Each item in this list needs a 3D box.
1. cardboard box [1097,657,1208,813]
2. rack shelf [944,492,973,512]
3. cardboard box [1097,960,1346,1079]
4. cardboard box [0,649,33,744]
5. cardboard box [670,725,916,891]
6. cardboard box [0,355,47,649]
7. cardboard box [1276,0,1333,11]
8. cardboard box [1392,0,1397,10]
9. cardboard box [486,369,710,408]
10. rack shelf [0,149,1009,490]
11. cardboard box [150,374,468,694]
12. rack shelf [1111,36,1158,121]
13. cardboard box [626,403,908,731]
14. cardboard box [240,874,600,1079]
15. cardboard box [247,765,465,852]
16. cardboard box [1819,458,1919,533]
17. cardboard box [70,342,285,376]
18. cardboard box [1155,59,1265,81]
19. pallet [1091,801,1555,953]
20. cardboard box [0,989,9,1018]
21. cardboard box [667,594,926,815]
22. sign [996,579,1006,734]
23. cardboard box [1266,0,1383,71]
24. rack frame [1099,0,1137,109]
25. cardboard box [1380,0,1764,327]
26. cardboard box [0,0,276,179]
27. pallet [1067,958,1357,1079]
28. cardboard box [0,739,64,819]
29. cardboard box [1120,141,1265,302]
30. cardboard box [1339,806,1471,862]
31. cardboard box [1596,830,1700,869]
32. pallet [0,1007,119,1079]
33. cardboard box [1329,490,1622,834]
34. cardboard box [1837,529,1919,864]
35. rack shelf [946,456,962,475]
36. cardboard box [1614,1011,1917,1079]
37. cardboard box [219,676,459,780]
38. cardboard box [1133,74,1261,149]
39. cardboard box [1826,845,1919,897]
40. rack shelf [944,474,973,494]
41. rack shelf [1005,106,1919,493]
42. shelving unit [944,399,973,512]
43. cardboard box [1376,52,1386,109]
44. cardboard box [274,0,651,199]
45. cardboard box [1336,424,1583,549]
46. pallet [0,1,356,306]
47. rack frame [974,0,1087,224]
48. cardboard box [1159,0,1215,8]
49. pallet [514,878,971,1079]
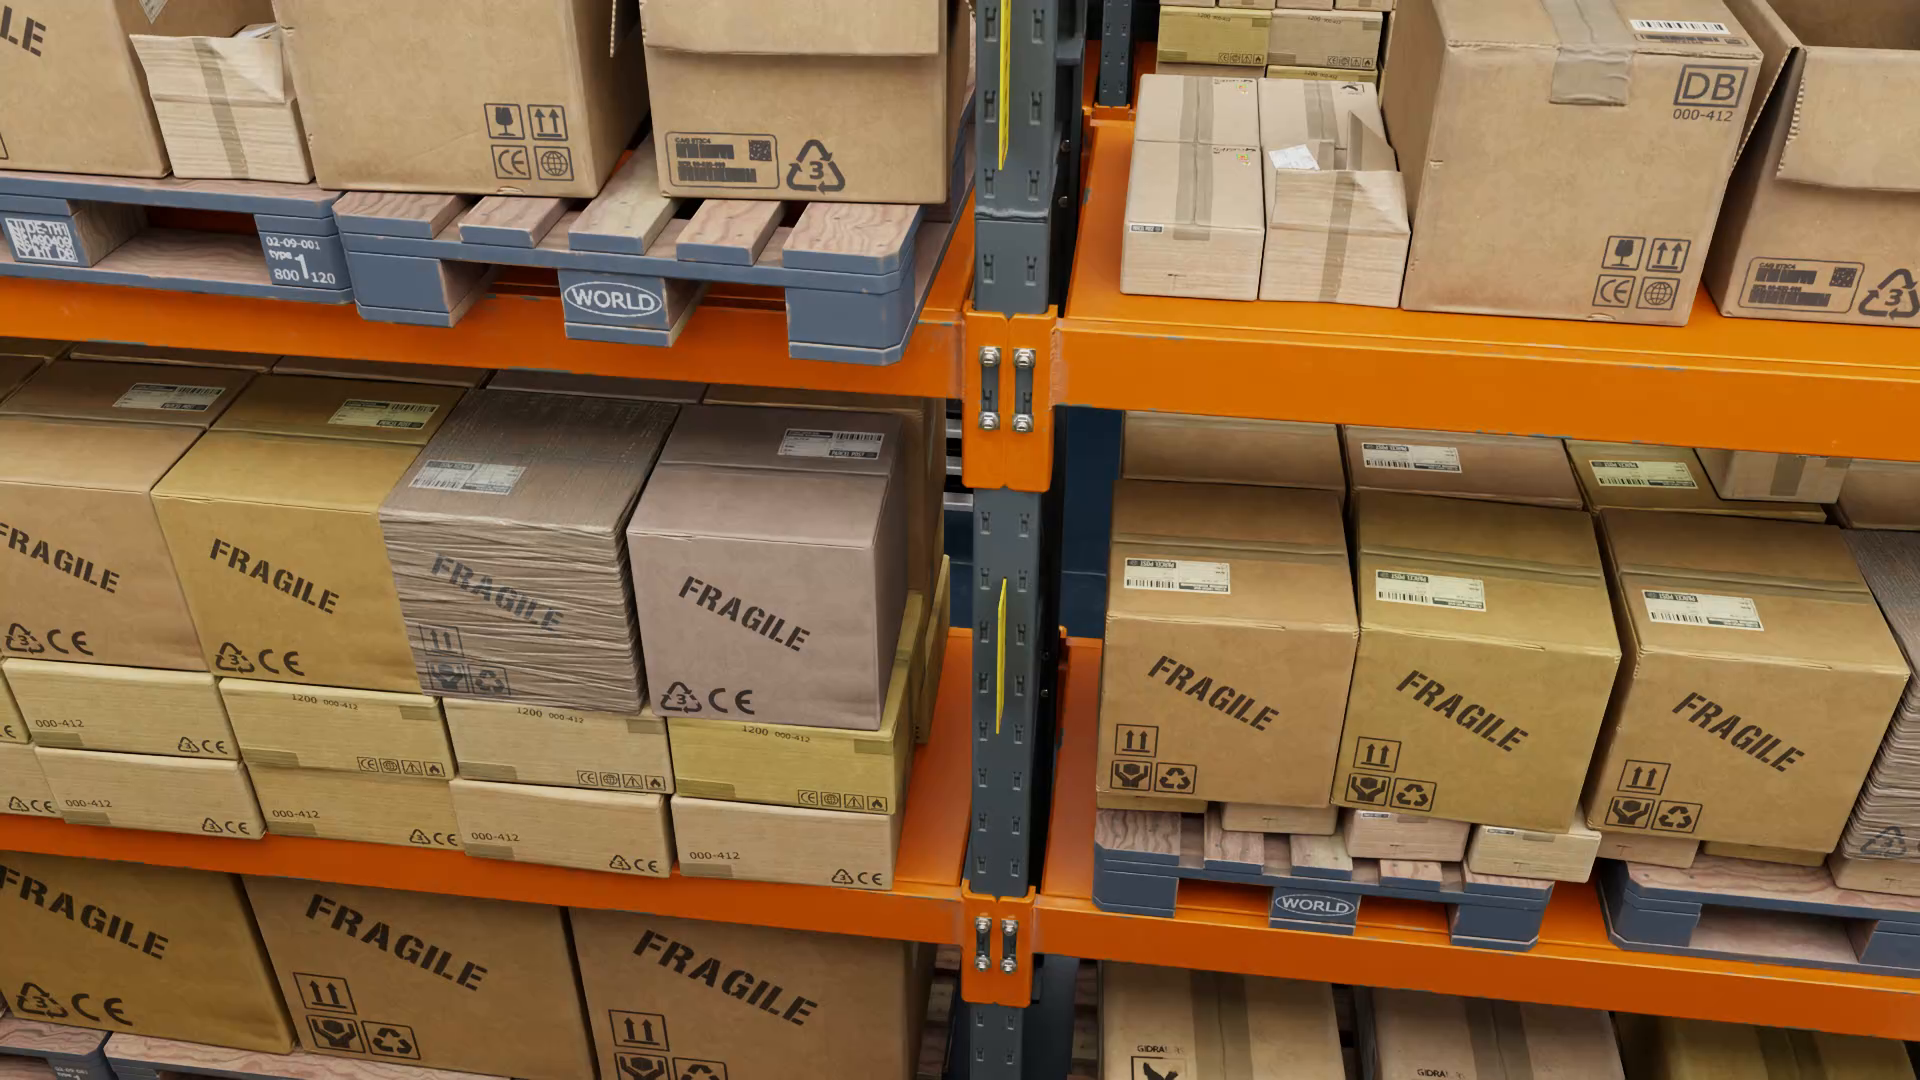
[{"bbox_3d":[0.449,0.450,3.892,0.250,0.149,0.380,2,36,3],"label":"cardboard box"},{"bbox_3d":[-0.008,-0.193,7.113,0.200,0.077,0.258,4,36,6],"label":"rack shelf"},{"bbox_3d":[0.709,1.334,4.700,0.625,0.372,0.950,2,36,3],"label":"cardboard box"},{"bbox_3d":[-2.399,0.219,4.060,0.500,0.250,0.500,5,36,7],"label":"cardboard box"},{"bbox_3d":[-0.384,0.561,4.012,0.500,0.250,0.500,3,36,4],"label":"cardboard box"},{"bbox_3d":[-2.412,-0.098,3.858,0.500,0.500,0.500,3,36,5],"label":"cardboard box"},{"bbox_3d":[1.580,-2.561,7.612,0.250,0.149,0.380,5,36,7],"label":"cardboard box"},{"bbox_3d":[2.094,-2.548,7.593,0.250,0.149,0.380,5,36,6],"label":"cardboard box"},{"bbox_3d":[-0.801,-0.269,4.098,0.500,0.500,0.500,4,36,6],"label":"cardboard box"},{"bbox_3d":[-1.833,-0.689,3.670,4.000,0.370,1.077,4,36,6],"label":"rack shelf"},{"bbox_3d":[-1.398,-0.022,3.752,0.500,0.500,0.500,4,36,6],"label":"cardboard box"},{"bbox_3d":[2.762,-2.032,8.135,4.000,0.370,1.077,4,36,6],"label":"rack shelf"},{"bbox_3d":[-0.396,0.052,3.648,0.500,0.500,0.500,3,36,5],"label":"cardboard box"},{"bbox_3d":[-1.408,0.914,4.855,0.875,0.875,0.875,5,36,7],"label":"cardboard box"},{"bbox_3d":[-1.391,0.485,4.117,0.500,0.250,0.500,4,36,5],"label":"cardboard box"},{"bbox_3d":[2.193,0.038,3.912,0.500,0.500,0.500,3,36,4],"label":"cardboard box"},{"bbox_3d":[-1.812,-0.355,4.219,0.500,0.500,0.500,5,36,7],"label":"cardboard box"},{"bbox_3d":[1.188,-2.238,7.933,0.500,0.250,0.500,4,36,6],"label":"cardboard box"},{"bbox_3d":[0.871,0.457,4.193,1.003,0.211,1.213,4,36,6],"label":"pallet"},{"bbox_3d":[-3.192,0.785,5.035,0.875,0.875,0.875,5,36,7],"label":"cardboard box"},{"bbox_3d":[-0.363,0.355,3.869,0.500,0.250,0.500,4,36,6],"label":"cardboard box"},{"bbox_3d":[0.083,0.236,3.340,0.005,0.325,0.100,4,36,6],"label":"sign"},{"bbox_3d":[1.684,-2.404,7.735,0.500,0.250,0.500,5,36,7],"label":"cardboard box"},{"bbox_3d":[0.779,-2.473,8.133,0.127,3.000,1.000,4,36,6],"label":"rack frame"},{"bbox_3d":[1.089,-0.798,3.118,0.500,0.500,0.700,4,36,6],"label":"cardboard box"},{"bbox_3d":[-1.635,-1.009,3.051,0.500,0.500,0.500,5,36,6],"label":"cardboard box"},{"bbox_3d":[0.925,1.581,4.853,1.213,0.211,1.003,4,36,6],"label":"pallet"},{"bbox_3d":[-2.395,0.422,4.206,0.500,0.250,0.500,4,36,6],"label":"cardboard box"},{"bbox_3d":[0.441,-0.610,3.157,0.250,0.149,0.380,4,36,6],"label":"cardboard box"},{"bbox_3d":[0.991,0.537,3.770,0.250,0.149,0.380,2,36,3],"label":"cardboard box"},{"bbox_3d":[1.510,0.542,3.763,0.250,0.149,0.380,6,36,9],"label":"cardboard box"},{"bbox_3d":[-3.042,1.240,5.331,1.213,0.211,1.003,4,36,6],"label":"pallet"},{"bbox_3d":[1.085,0.256,3.606,0.500,0.500,0.500,6,36,8],"label":"cardboard box"},{"bbox_3d":[2.107,0.333,3.498,0.500,0.500,0.500,3,36,4],"label":"cardboard box"},{"bbox_3d":[-0.008,-0.340,7.009,0.200,0.077,0.258,4,36,6],"label":"rack shelf"},{"bbox_3d":[2.194,1.443,4.547,0.625,0.372,0.950,5,36,8],"label":"cardboard box"},{"bbox_3d":[-1.382,0.293,3.955,0.500,0.250,0.500,3,36,5],"label":"cardboard box"},{"bbox_3d":[0.489,-0.829,3.464,0.250,0.149,0.380,4,36,6],"label":"cardboard box"},{"bbox_3d":[2.046,0.597,3.686,0.250,0.149,0.380,5,36,7],"label":"cardboard box"},{"bbox_3d":[-0.008,-0.267,7.061,0.200,0.077,0.258,4,36,6],"label":"rack shelf"},{"bbox_3d":[2.134,-0.393,3.255,4.000,0.370,1.077,4,36,6],"label":"rack shelf"},{"bbox_3d":[-0.008,-0.367,6.989,0.210,0.900,0.258,4,36,6],"label":"shelving unit"},{"bbox_3d":[2.198,-2.164,7.829,0.500,0.250,0.500,3,36,4],"label":"cardboard box"},{"bbox_3d":[-0.856,-1.009,3.052,0.500,0.500,0.700,3,36,4],"label":"cardboard box"},{"bbox_3d":[1.151,-0.040,4.020,0.500,0.500,0.500,4,36,5],"label":"cardboard box"},{"bbox_3d":[-1.605,-0.855,3.446,1.213,0.211,1.003,6,36,8],"label":"pallet"},{"bbox_3d":[0.150,-2.055,2.382,0.127,3.000,1.000,4,36,6],"label":"rack frame"},{"bbox_3d":[1.057,-2.584,7.645,0.250,0.149,0.380,5,36,7],"label":"cardboard box"},{"bbox_3d":[-0.622,1.421,5.078,1.213,0.211,1.003,4,36,6],"label":"pallet"}]
